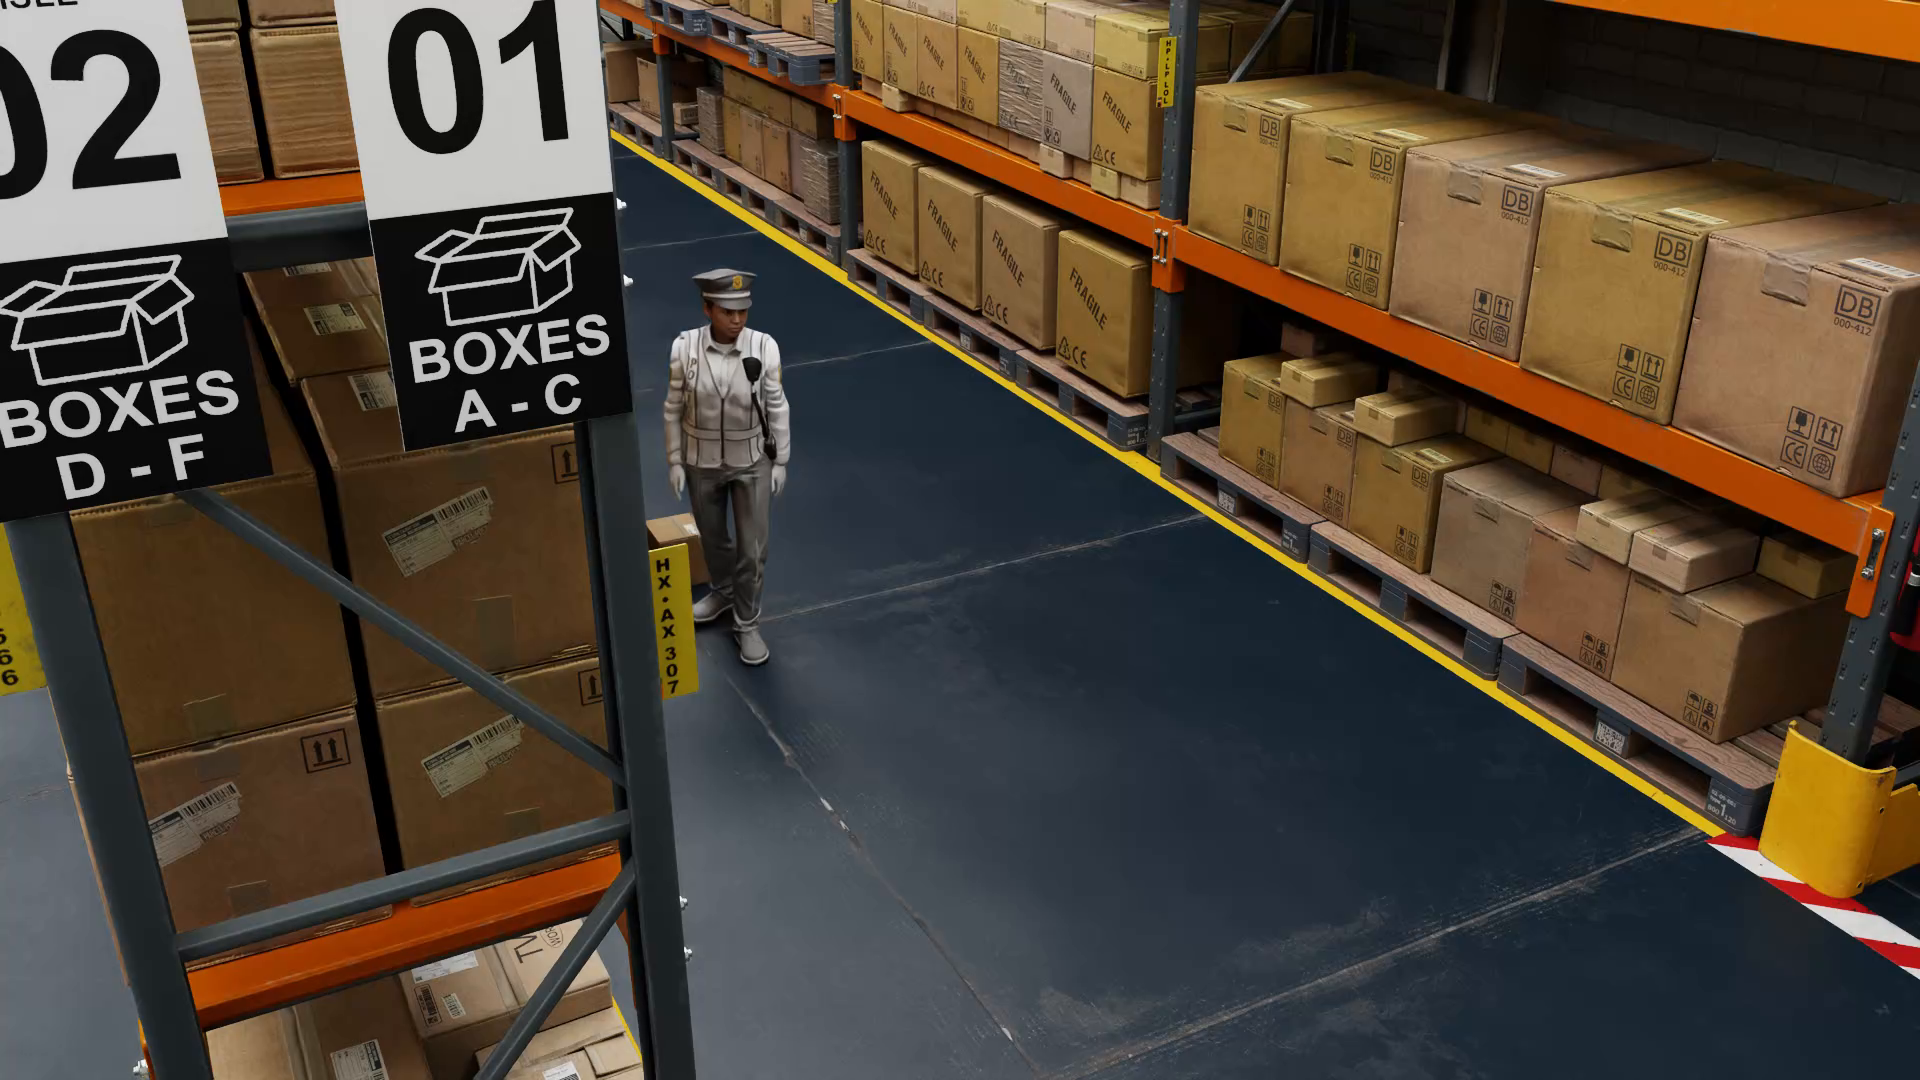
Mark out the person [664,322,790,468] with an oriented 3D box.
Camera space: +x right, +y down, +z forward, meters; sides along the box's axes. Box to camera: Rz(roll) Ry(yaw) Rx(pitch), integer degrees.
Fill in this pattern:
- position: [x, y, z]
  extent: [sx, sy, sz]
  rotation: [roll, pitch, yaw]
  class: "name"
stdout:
- position: [-0.938, -0.573, 6.605]
  extent: [0.504, 0.621, 0.339]
  rotation: [-1, 26, -2]
  class: "person"
